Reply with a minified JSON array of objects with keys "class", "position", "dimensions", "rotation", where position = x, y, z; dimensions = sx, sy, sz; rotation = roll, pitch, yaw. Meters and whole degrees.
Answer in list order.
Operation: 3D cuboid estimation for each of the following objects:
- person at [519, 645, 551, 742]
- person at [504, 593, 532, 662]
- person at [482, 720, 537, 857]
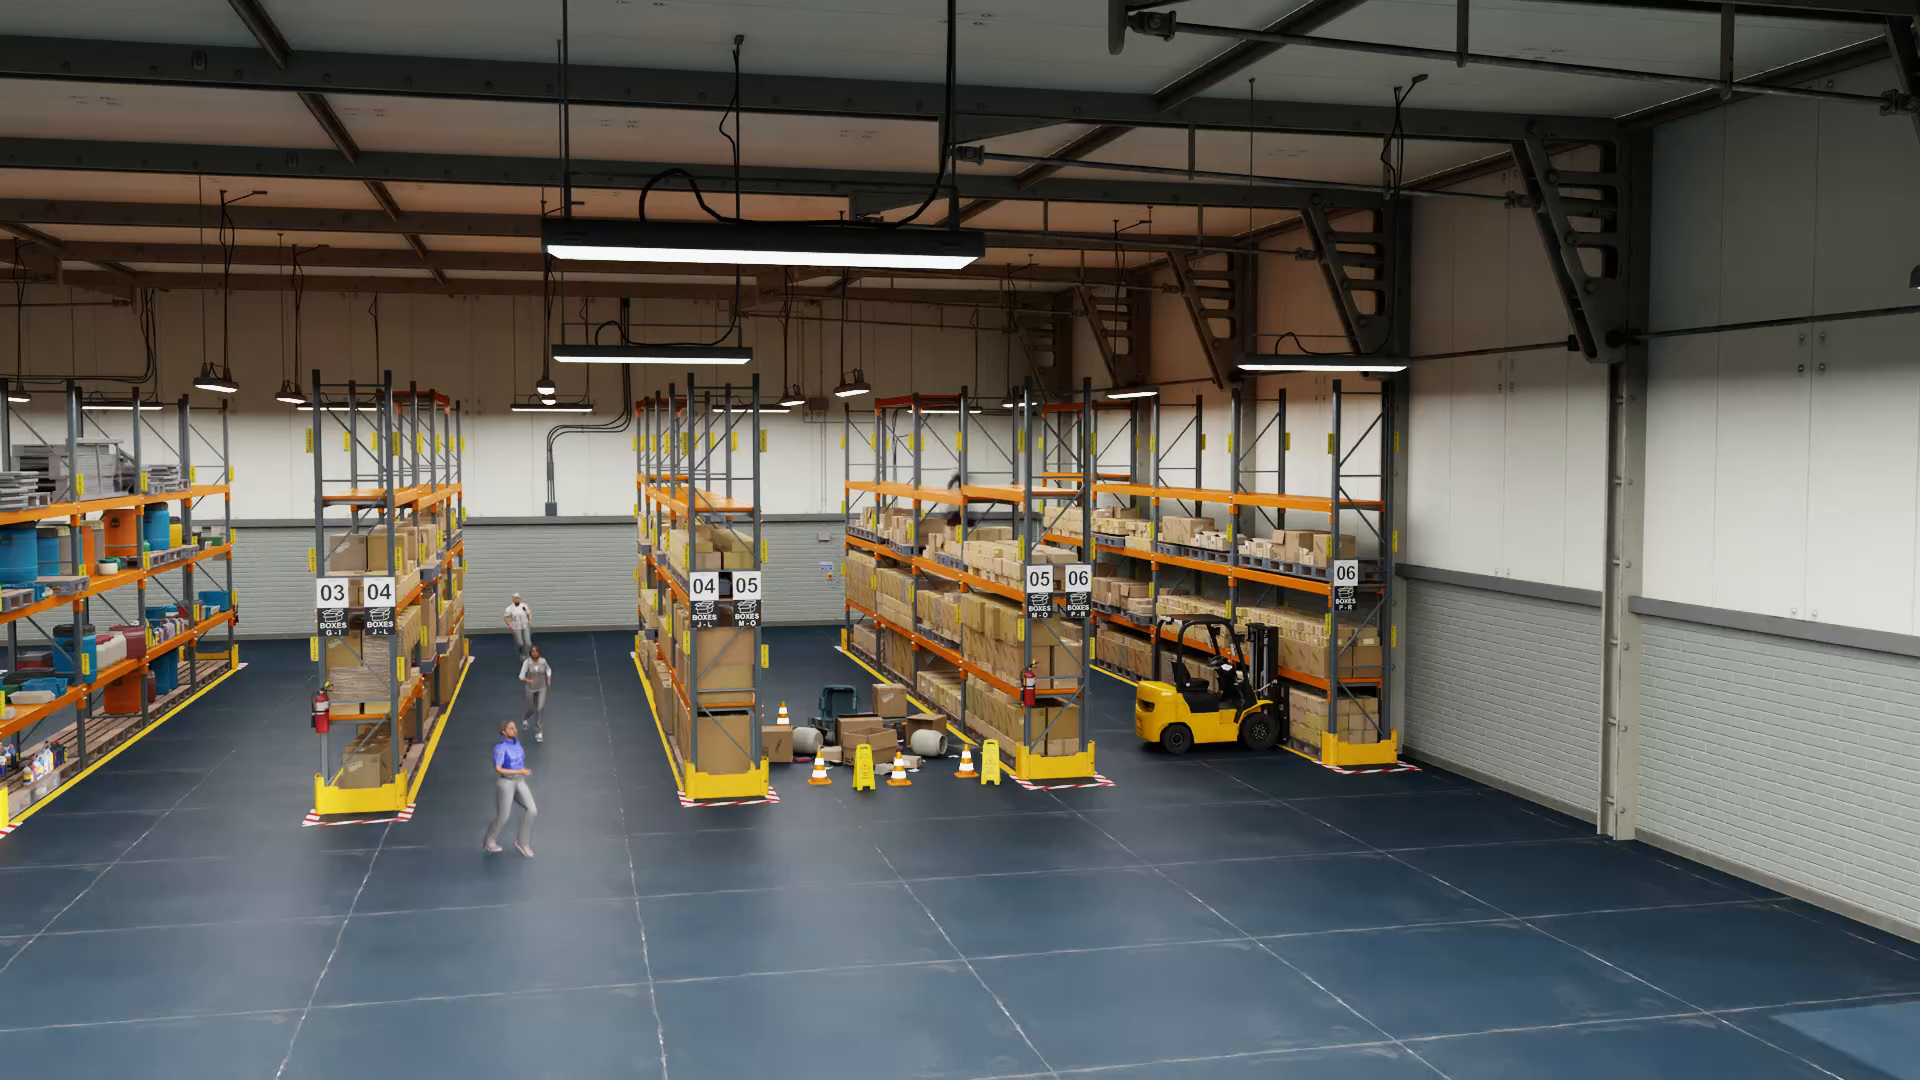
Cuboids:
[{"class":"person","position":[-7.228,2.578,28.309],"dimensions":[0.550,1.599,0.859],"rotation":[-1,4,-23]},{"class":"person","position":[-10.007,2.026,37.822],"dimensions":[0.621,1.629,0.486],"rotation":[-2,4,-32]},{"class":"person","position":[-5.478,3.025,20.202],"dimensions":[0.726,1.705,0.576],"rotation":[1,4,24]}]
